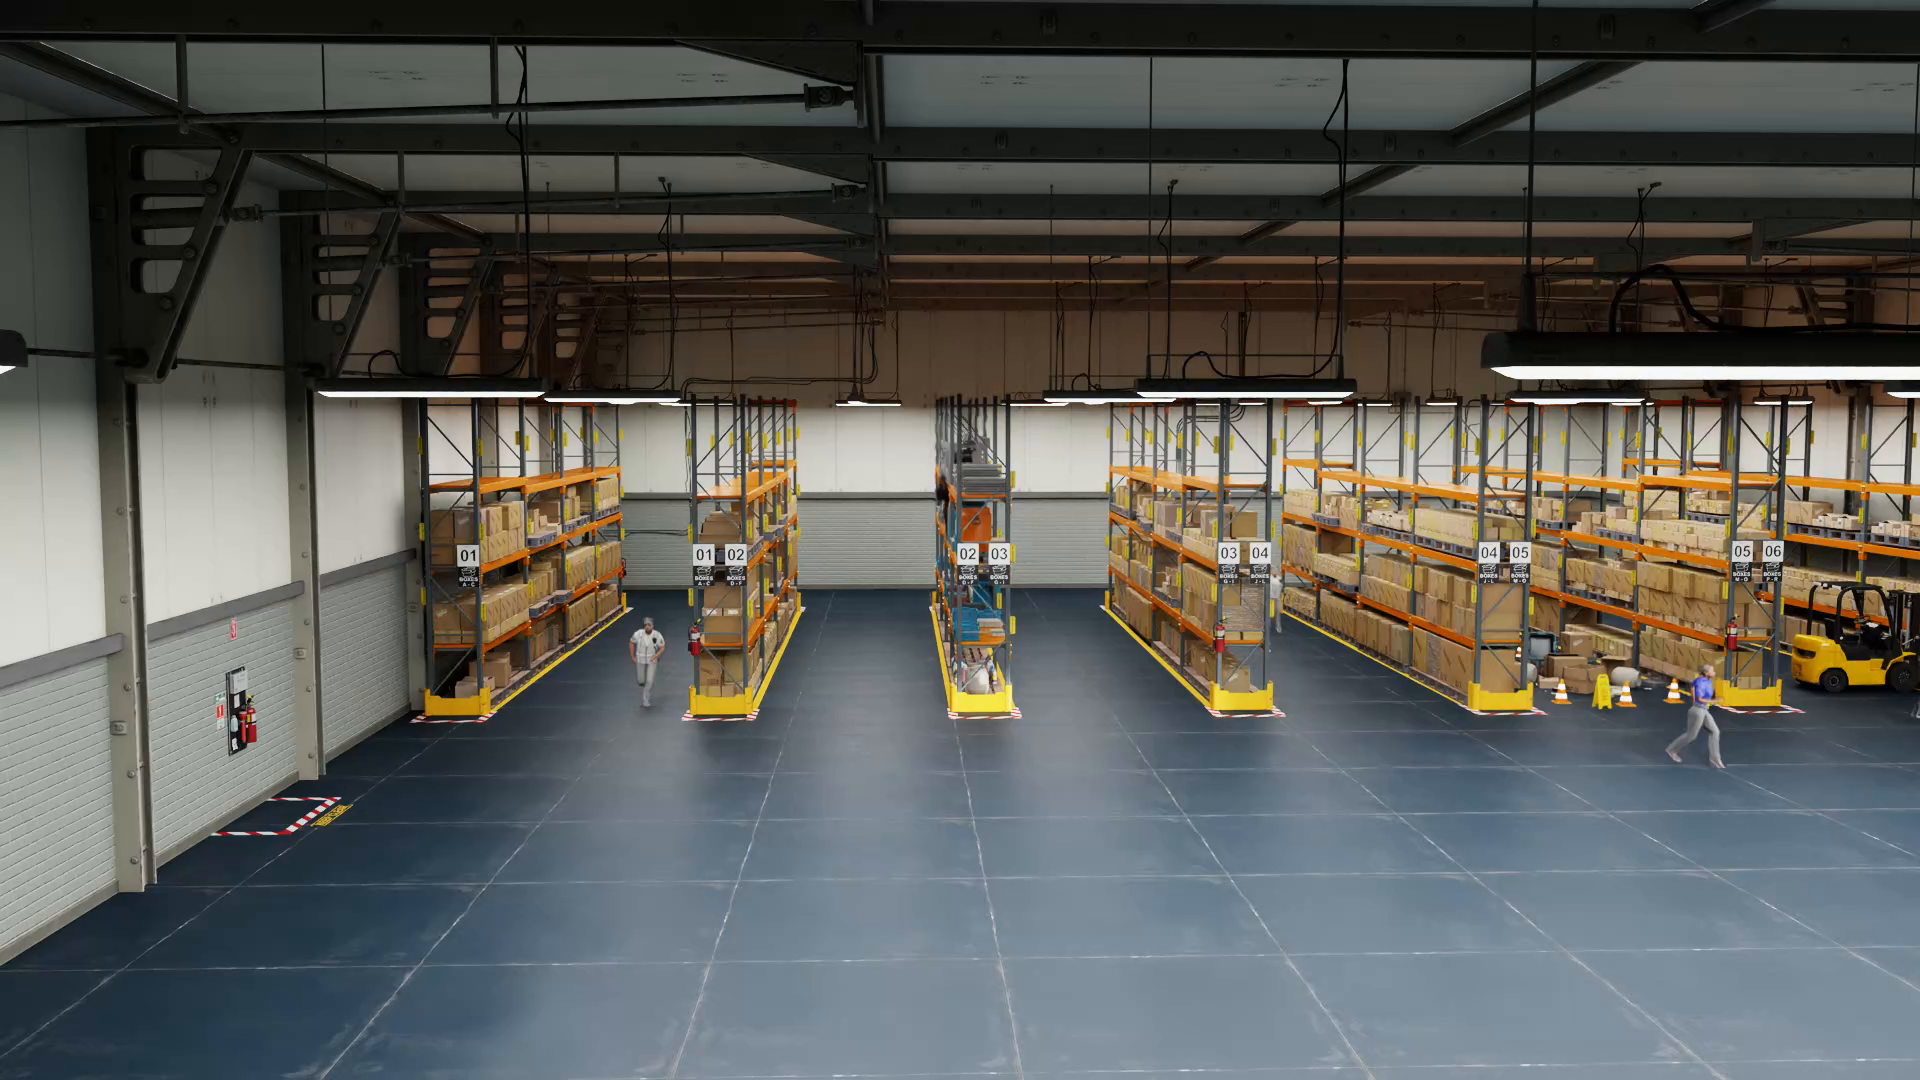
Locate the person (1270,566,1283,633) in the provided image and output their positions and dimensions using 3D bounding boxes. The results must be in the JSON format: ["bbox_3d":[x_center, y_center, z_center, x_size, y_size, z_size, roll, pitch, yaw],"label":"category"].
[{"bbox_3d":[8.103,1.508,43.046,0.584,1.702,1.092,0,5,-3],"label":"person"}]

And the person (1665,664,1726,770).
[{"bbox_3d":[11.819,2.813,26.618,0.881,1.692,0.600,3,5,34],"label":"person"}]

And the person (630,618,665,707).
[{"bbox_3d":[-6.063,2.345,32.277,0.687,1.734,0.719,0,5,-4],"label":"person"}]

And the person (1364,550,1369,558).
[{"bbox_3d":[11.516,1.146,47.330,0.722,1.730,0.631,-2,5,-19],"label":"person"}]
